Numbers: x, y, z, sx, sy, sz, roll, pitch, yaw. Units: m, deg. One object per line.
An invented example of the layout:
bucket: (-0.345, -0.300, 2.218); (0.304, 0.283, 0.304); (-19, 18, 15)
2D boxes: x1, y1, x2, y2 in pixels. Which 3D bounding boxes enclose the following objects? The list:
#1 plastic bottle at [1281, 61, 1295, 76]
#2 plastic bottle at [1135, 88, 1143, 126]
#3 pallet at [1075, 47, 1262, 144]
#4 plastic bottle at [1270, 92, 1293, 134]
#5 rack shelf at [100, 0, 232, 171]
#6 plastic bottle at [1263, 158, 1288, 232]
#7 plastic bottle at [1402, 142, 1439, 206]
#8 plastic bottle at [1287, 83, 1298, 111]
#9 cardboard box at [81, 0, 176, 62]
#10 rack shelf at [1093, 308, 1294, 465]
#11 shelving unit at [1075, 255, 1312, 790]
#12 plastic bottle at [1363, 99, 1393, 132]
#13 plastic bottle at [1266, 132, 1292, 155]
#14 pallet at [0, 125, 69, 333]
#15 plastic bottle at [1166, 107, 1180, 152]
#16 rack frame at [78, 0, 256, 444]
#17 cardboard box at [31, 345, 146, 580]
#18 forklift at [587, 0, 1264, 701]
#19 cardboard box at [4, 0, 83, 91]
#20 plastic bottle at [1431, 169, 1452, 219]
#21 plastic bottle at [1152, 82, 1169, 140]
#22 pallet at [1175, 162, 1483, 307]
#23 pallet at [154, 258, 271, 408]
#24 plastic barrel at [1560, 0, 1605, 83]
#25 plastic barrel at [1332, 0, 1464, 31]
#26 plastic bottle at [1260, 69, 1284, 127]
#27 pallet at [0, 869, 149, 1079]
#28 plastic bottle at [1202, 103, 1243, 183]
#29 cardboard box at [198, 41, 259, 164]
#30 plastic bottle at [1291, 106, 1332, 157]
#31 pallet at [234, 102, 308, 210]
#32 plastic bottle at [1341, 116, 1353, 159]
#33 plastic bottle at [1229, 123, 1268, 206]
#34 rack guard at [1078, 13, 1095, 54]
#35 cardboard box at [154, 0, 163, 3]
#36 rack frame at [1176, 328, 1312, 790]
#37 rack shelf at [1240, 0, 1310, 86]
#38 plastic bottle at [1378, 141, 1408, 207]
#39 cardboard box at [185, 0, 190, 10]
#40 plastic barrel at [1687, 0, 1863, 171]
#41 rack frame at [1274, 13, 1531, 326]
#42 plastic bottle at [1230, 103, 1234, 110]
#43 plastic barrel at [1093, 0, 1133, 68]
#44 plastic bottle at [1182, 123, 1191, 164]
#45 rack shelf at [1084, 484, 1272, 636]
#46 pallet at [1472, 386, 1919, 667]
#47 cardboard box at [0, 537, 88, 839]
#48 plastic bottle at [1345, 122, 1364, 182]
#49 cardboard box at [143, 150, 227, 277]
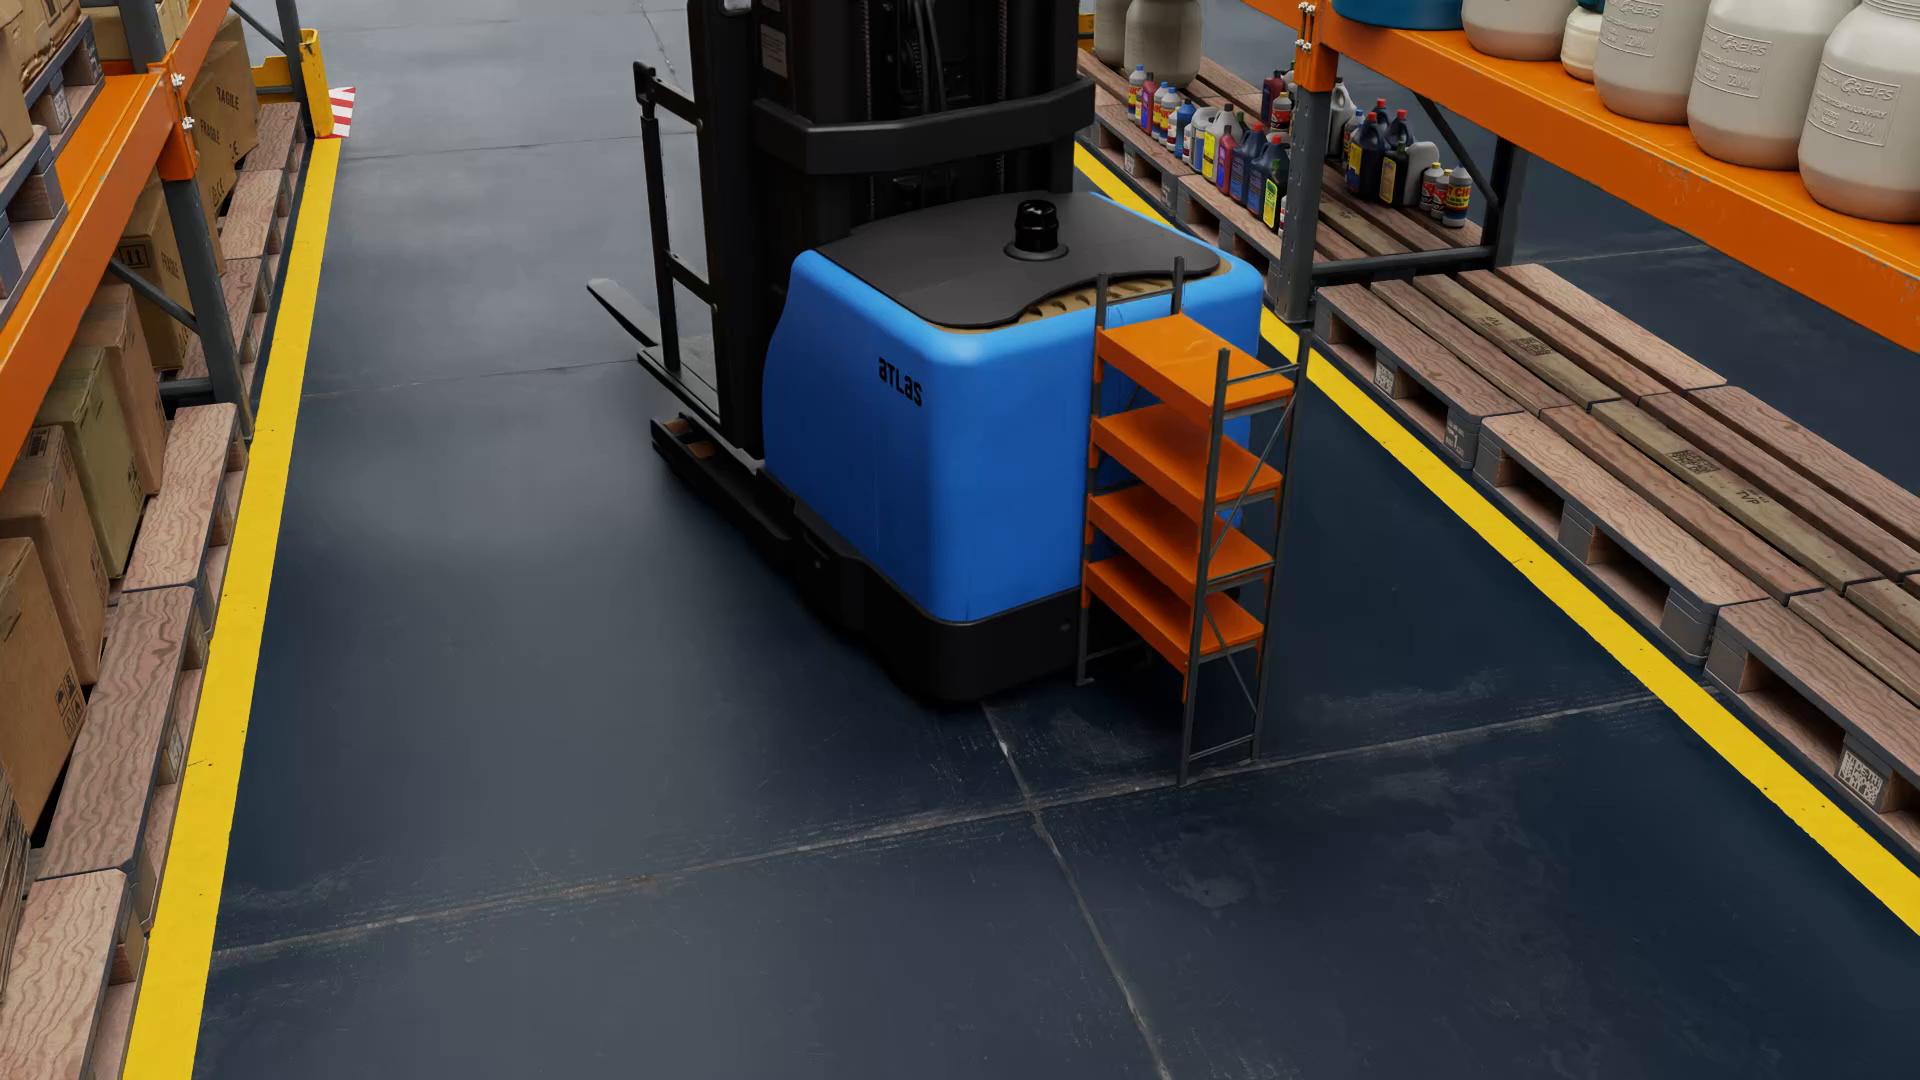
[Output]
plastic bottle: (1.689, -2.326, 8.546); (0.061, 0.283, 0.133); (-7, 31, -12)
plastic bottle: (0.938, -2.206, 8.421); (0.097, 0.201, 0.097); (0, 30, 0)
pallet: (1.006, -2.563, 9.468); (1.003, 0.211, 1.213); (-8, 31, -13)
plastic bottle: (1.602, -2.126, 8.284); (0.097, 0.201, 0.097); (0, 30, 0)
rack shelf: (-3.515, -2.258, 6.875); (1.077, 0.370, 4.000); (-8, 31, -13)
plastic bottle: (1.346, -1.465, 7.059); (0.061, 0.283, 0.133); (-6, 31, -11)
plastic bottle: (2.017, -1.638, 7.366); (0.152, 0.276, 0.135); (-7, 31, -11)
plastic bottle: (1.717, -2.184, 8.309); (0.152, 0.276, 0.135); (-9, 31, -15)
cardboard box: (-2.751, -1.638, 5.337); (0.380, 0.149, 0.250); (-8, 31, -13)
rack shelf: (0.547, -0.369, 3.896); (0.258, 0.148, 0.480); (-15, 34, -24)
shelving unit: (0.544, -0.032, 4.098); (0.258, 1.200, 0.503); (-15, 34, -24)
plastic bottle: (1.927, -1.842, 7.643); (0.144, 0.351, 0.185); (-9, 31, -15)
plastic bottle: (1.428, -1.671, 7.422); (0.152, 0.276, 0.135); (-8, 31, -13)
pallet: (-2.487, -0.539, 3.378); (1.003, 0.211, 1.213); (-8, 31, -13)
plastic bottle: (1.054, -1.994, 8.055); (0.097, 0.201, 0.097); (0, 30, 0)
rack frame: (-2.984, -1.603, 5.026); (1.000, 3.000, 0.127); (-8, 31, -13)
cardboard box: (-2.733, -0.180, 4.622); (0.700, 0.500, 0.500); (-8, 31, -14)
forklift: (-0.392, -1.544, 4.991); (1.130, 2.935, 3.031); (-17, 34, -27)
cardboard box: (-2.908, -1.642, 4.075); (1.000, 1.000, 1.000); (-8, 31, -13)
plastic bottle: (2.103, -1.502, 7.206); (0.097, 0.201, 0.097); (0, 30, 0)
plastic bottle: (1.002, -2.121, 8.204); (0.097, 0.271, 0.097); (0, 30, 0)
pallet: (1.653, -1.385, 7.432); (1.003, 0.211, 1.213); (-8, 31, -13)
pallet: (-3.196, -0.716, 6.277); (1.003, 0.211, 1.213); (-8, 31, -13)
plastic barrel: (1.995, -1.542, 5.058); (0.301, 0.262, 0.301); (0, 30, 0)
plastic barrel: (1.602, -2.252, 5.646); (0.600, 0.901, 0.708); (-8, 31, -13)
plastic bottle: (1.578, -2.240, 8.398); (0.061, 0.283, 0.133); (-8, 31, -13)
pallet: (-2.128, 1.158, 3.039); (1.003, 0.211, 1.213); (-8, 31, -13)
plastic bottle: (1.206, -1.827, 7.618); (0.144, 0.351, 0.185); (-8, 31, -14)
cardboard box: (-3.704, -2.047, 7.869); (0.500, 0.500, 0.500); (0, 30, 0)
plastic bottle: (1.678, -1.983, 7.962); (0.152, 0.276, 0.135); (-8, 31, -13)
pallet: (-3.844, -1.895, 8.313); (1.003, 0.211, 1.213); (-8, 31, -13)
plastic bottle: (1.875, -1.917, 7.922); (0.097, 0.201, 0.097); (0, 30, 0)
plastic bottle: (1.292, -1.671, 7.348); (0.144, 0.351, 0.185); (-9, 31, -16)
rack guard: (0.795, -3.082, 10.075); (1.175, 0.500, 0.348); (-8, 31, -13)
cardboard box: (-3.044, -2.001, 5.316); (0.875, 0.500, 0.500); (-8, 31, -13)
rack frame: (0.658, 0.080, 3.914); (0.240, 1.200, 0.015); (-15, 34, -24)
rack shelf: (1.261, -2.917, 8.013); (1.077, 0.370, 4.000); (-8, 31, -13)
plastic bottle: (1.915, -1.627, 7.339); (0.061, 0.283, 0.133); (-8, 31, -13)
cardboard box: (-2.898, -1.878, 5.751); (0.380, 0.149, 0.250); (-8, 31, -13)
plastic barrel: (2.144, -1.266, 4.308); (0.433, 0.535, 0.433); (0, 30, 0)
rack frame: (1.791, -2.262, 6.164); (1.000, 3.000, 0.127); (-8, 31, -13)
plastic bottle: (1.269, -1.892, 7.796); (0.061, 0.283, 0.133); (-8, 31, -13)
plastic barrel: (0.978, -2.991, 9.488); (0.421, 0.512, 0.421); (0, 30, 0)
plastic bottle: (1.109, -1.895, 7.884); (0.097, 0.201, 0.097); (0, 30, 0)
rack shelf: (0.543, 0.025, 4.133); (0.258, 0.148, 0.480); (-15, 34, -24)
pallet: (2.365, -0.091, 5.196); (1.003, 0.211, 1.213); (-8, 31, -13)
cardboard box: (-2.436, 0.360, 3.690); (0.700, 0.500, 0.500); (-5, 30, -9)
plastic bottle: (1.822, -1.770, 7.599); (0.097, 0.271, 0.097); (0, 30, 0)
cardboard box: (-3.211, -1.177, 6.366); (0.500, 0.500, 0.500); (2, 30, 3)
